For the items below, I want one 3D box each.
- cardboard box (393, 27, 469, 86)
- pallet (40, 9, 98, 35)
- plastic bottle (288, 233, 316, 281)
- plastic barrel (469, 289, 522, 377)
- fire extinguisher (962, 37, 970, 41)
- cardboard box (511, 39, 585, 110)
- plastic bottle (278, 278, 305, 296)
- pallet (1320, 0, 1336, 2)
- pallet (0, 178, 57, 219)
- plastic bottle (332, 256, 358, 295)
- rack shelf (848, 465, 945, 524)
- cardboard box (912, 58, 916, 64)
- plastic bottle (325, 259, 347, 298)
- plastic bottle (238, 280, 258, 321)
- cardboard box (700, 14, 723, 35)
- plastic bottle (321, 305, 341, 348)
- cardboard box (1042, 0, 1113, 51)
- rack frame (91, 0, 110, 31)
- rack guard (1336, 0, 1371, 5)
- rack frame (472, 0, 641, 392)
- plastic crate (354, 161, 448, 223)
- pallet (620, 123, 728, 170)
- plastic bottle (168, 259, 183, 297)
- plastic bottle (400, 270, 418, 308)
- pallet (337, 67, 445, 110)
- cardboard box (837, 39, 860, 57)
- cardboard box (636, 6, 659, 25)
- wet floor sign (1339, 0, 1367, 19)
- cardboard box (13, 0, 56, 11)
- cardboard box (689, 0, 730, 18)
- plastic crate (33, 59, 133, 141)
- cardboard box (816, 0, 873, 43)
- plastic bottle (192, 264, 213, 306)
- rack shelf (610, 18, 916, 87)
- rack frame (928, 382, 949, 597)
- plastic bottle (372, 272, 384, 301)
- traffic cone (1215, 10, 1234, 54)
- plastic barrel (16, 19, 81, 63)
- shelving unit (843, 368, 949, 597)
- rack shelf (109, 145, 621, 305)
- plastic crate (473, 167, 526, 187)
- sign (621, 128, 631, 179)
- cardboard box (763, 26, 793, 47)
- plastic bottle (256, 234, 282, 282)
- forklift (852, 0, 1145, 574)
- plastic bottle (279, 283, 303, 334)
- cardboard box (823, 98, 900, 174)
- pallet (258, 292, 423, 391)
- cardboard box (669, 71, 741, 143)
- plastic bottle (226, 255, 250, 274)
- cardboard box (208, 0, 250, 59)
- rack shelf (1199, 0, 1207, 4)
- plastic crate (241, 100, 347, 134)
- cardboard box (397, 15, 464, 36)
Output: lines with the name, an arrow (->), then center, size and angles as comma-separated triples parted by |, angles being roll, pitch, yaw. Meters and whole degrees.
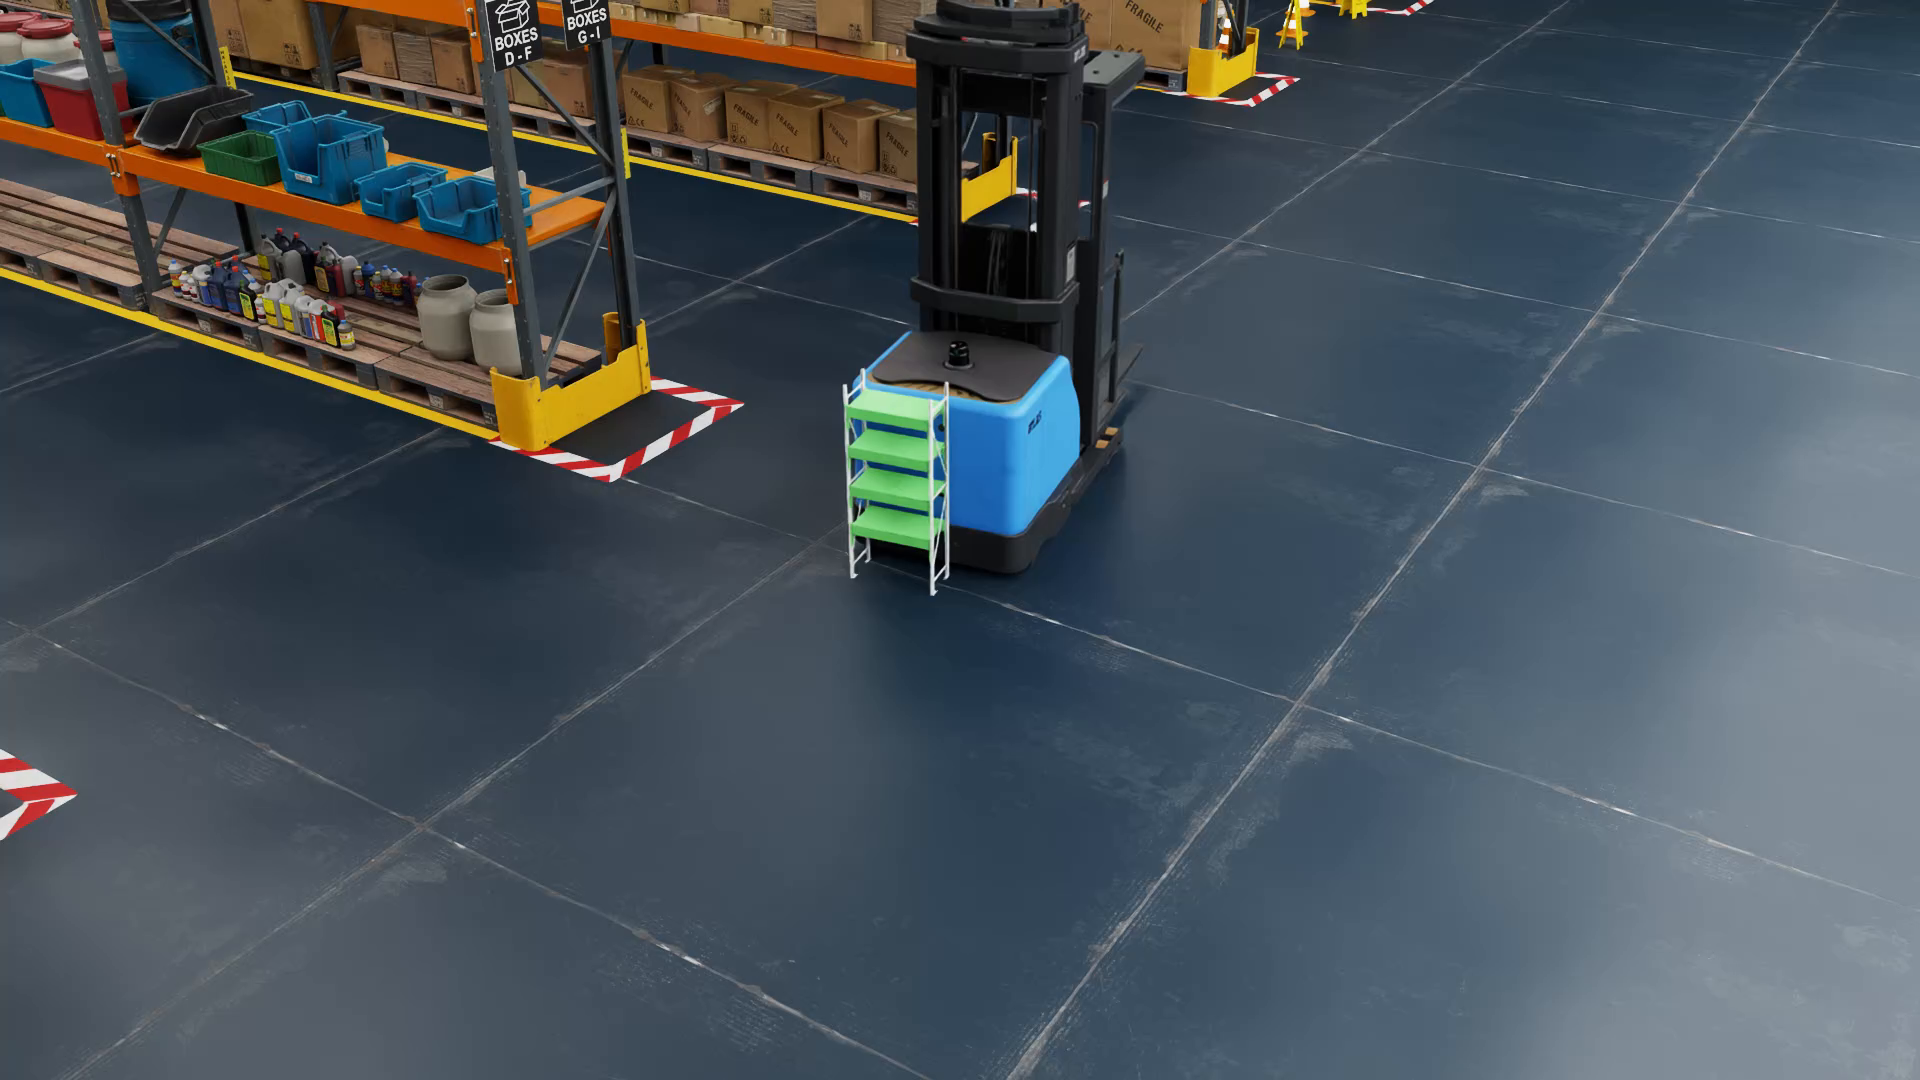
cardboard box -> -5.571, -5.201, 17.732 | 0.500, 0.500, 0.700 | 15, 33, 23
pallet -> -10.617, -6.509, 20.697 | 1.213, 0.211, 1.003 | 18, 35, 27
plastic bottle -> -5.010, -2.164, 12.675 | 0.185, 0.351, 0.144 | 16, 34, 25
plastic barrel -> -3.082, -1.398, 11.221 | 0.421, 0.512, 0.421 | 0, 30, 0
fire extinguisher -> 0.002, -4.001, 13.707 | 0.183, 0.674, 0.296 | 18, 35, 27
cardboard box -> -4.141, -4.753, 16.964 | 0.500, 0.500, 0.700 | 17, 34, 27
plastic bottle -> -4.831, -1.745, 12.030 | 0.135, 0.276, 0.152 | 18, 35, 27
pallet -> 4.684, -7.539, 22.464 | 1.213, 0.211, 1.003 | 18, 35, 27
pallet -> -8.624, -2.862, 14.446 | 1.213, 0.211, 1.003 | 18, 35, 27
plastic bottle -> -4.601, -2.000, 12.468 | 0.135, 0.276, 0.152 | 18, 35, 28
rack shelf -> -0.339, -0.252, 9.117 | 0.480, 0.148, 0.258 | 11, 32, 19
cardboard box -> -0.202, -4.141, 14.121 | 0.250, 0.149, 0.380 | 18, 35, 27
plastic bottle -> -4.657, -1.957, 12.387 | 0.133, 0.283, 0.061 | 18, 35, 27
plastic bottle -> -5.131, -1.730, 11.997 | 0.133, 0.283, 0.061 | 19, 35, 29
cardboard box -> -2.144, -4.714, 15.103 | 0.250, 0.149, 0.380 | 18, 35, 27
plastic bottle -> -4.381, -1.493, 11.591 | 0.133, 0.283, 0.061 | 18, 35, 29
cardboard box -> 1.516, -6.003, 18.755 | 0.875, 0.875, 0.875 | 17, 34, 27
rack frame -> -10.014, -7.476, 19.588 | 0.127, 3.000, 1.000 | 18, 35, 27
rack guard -> 5.354, -7.432, 21.992 | 0.348, 0.500, 1.175 | 18, 35, 27
rack frame -> -2.484, -2.147, 10.454 | 0.127, 3.000, 1.000 | 18, 35, 27
plastic crate -> -3.614, -2.266, 10.805 | 0.408, 0.251, 0.499 | 18, 35, 27
pallet -> -2.651, -3.964, 16.334 | 1.213, 0.211, 1.003 | 18, 35, 27
plastic bottle -> -5.835, -1.958, 12.400 | 0.097, 0.271, 0.097 | 0, 30, 0
plastic bottle -> -4.035, -1.851, 12.206 | 0.133, 0.283, 0.061 | 18, 35, 28
pallet -> -5.965, -4.990, 18.094 | 1.213, 0.211, 1.003 | 18, 35, 27
cardboard box -> -0.856, -4.327, 14.439 | 0.250, 0.149, 0.380 | 18, 35, 27
cardboard box -> -2.785, -4.911, 15.440 | 0.250, 0.149, 0.380 | 18, 35, 27
wet floor sign -> 5.010, -6.966, 21.051 | 0.267, 0.644, 0.232 | -21, 36, -32
cardboard box -> -11.293, -7.192, 20.792 | 0.875, 0.875, 0.875 | 18, 35, 27
cardboard box -> -2.008, -5.118, 15.151 | 0.500, 0.500, 0.875 | 18, 35, 27
plastic crate -> -6.444, -3.246, 12.273 | 0.583, 0.464, 0.402 | 18, 35, 27
cardboard box -> -0.789, -4.675, 14.392 | 0.500, 0.500, 0.875 | 18, 35, 27
plastic bottle -> -5.546, -1.885, 12.271 | 0.135, 0.276, 0.152 | 19, 35, 29
rack shelf -> -1.544, -4.486, 15.177 | 4.000, 0.370, 1.077 | 18, 35, 27
rack frame -> -0.113, -0.261, 9.006 | 0.015, 1.200, 0.240 | 11, 32, 19
plastic bottle -> -4.312, -1.893, 12.358 | 0.097, 0.201, 0.097 | 0, 30, 0
traffic cone -> 3.177, -6.004, 19.582 | 0.334, 0.463, 0.336 | 18, 35, 27
plastic barrel -> -7.187, -3.824, 13.193 | 0.433, 0.535, 0.433 | 0, 30, 0
shelving unit -> -0.339, -0.307, 9.085 | 0.503, 1.200, 0.258 | 11, 32, 19
rack shelf -> -4.177, -2.372, 11.554 | 4.000, 0.370, 1.077 | 18, 35, 27
plastic crate -> -3.070, -2.411, 11.167 | 0.250, 0.136, 0.298 | 18, 35, 27
sign -> -2.187, -2.501, 10.785 | 0.005, 0.325, 0.100 | 18, 35, 27
cardboard box -> -1.528, -4.498, 14.733 | 0.250, 0.149, 0.380 | 18, 35, 27
plastic bottle -> -5.249, -2.154, 12.657 | 0.185, 0.351, 0.144 | 18, 35, 27
forklift -> 0.409, -1.806, 9.937 | 1.130, 2.935, 3.031 | 11, 32, 19
plastic bottle -> -4.731, -1.657, 11.806 | 0.185, 0.351, 0.144 | 19, 35, 29
cardboard box -> -0.895, -3.683, 15.150 | 0.500, 0.500, 0.500 | -25, 38, -36
pallet -> -4.287, -1.490, 12.095 | 1.213, 0.211, 1.003 | 18, 35, 27
cardboard box -> -2.432, -4.160, 15.968 | 0.500, 0.500, 0.500 | -23, 37, -33
plastic bottle -> -5.332, -1.933, 12.279 | 0.185, 0.351, 0.144 | 18, 35, 27
cardboard box -> -7.951, -6.104, 18.928 | 0.875, 0.875, 1.225 | 18, 35, 27
rack shelf -> 1.178, -6.576, 18.759 | 4.000, 0.370, 1.077 | 18, 35, 27
plastic crate -> -4.790, -2.974, 12.019 | 0.616, 0.251, 0.499 | 18, 35, 27
cardboard box -> -5.588, -5.534, 17.559 | 0.500, 0.250, 0.500 | 22, 37, 33
